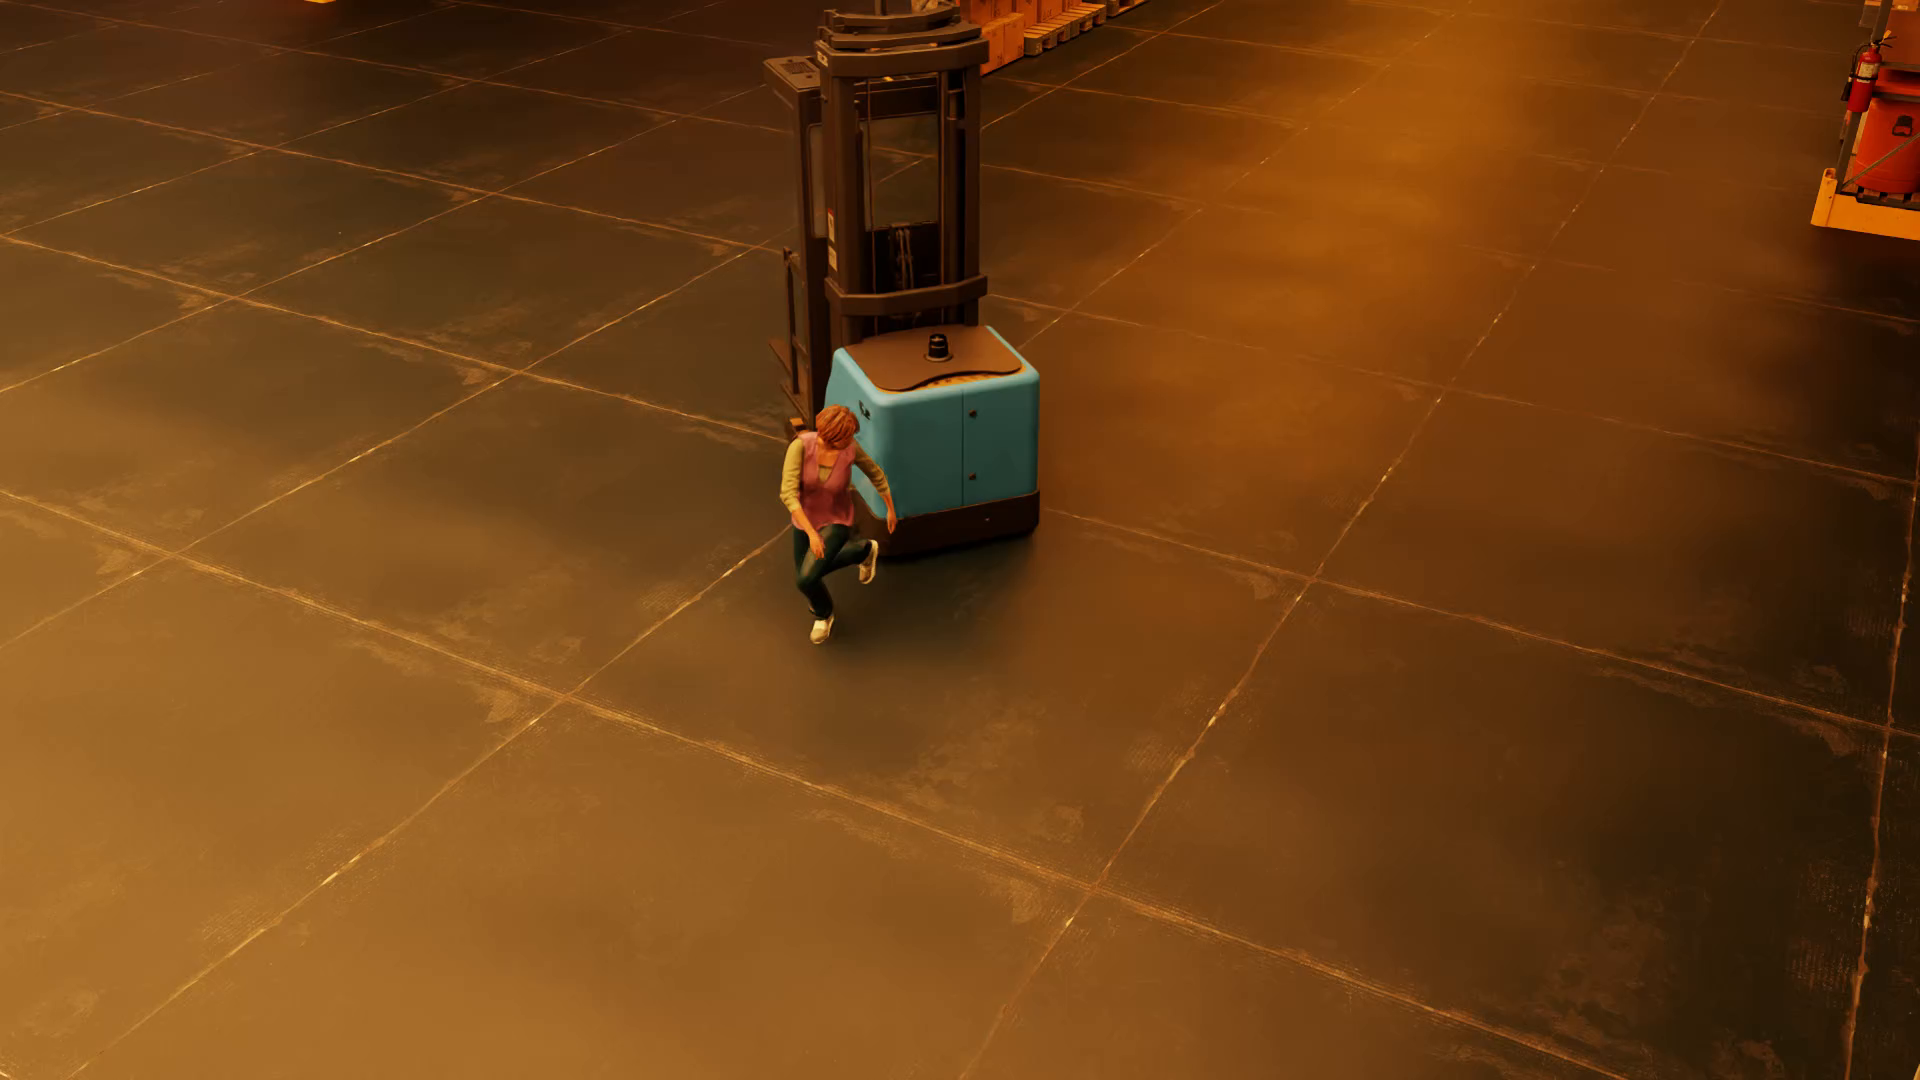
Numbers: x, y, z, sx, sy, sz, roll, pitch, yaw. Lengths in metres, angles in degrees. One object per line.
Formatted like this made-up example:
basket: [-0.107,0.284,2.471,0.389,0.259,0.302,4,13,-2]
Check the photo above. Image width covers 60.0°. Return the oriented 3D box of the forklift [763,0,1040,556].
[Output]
forklift: [-0.529,-1.895,10.355,1.130,2.935,3.031,-11,32,-18]

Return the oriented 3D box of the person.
person: [-0.650,-0.140,8.909,0.539,1.385,0.811,10,31,17]
